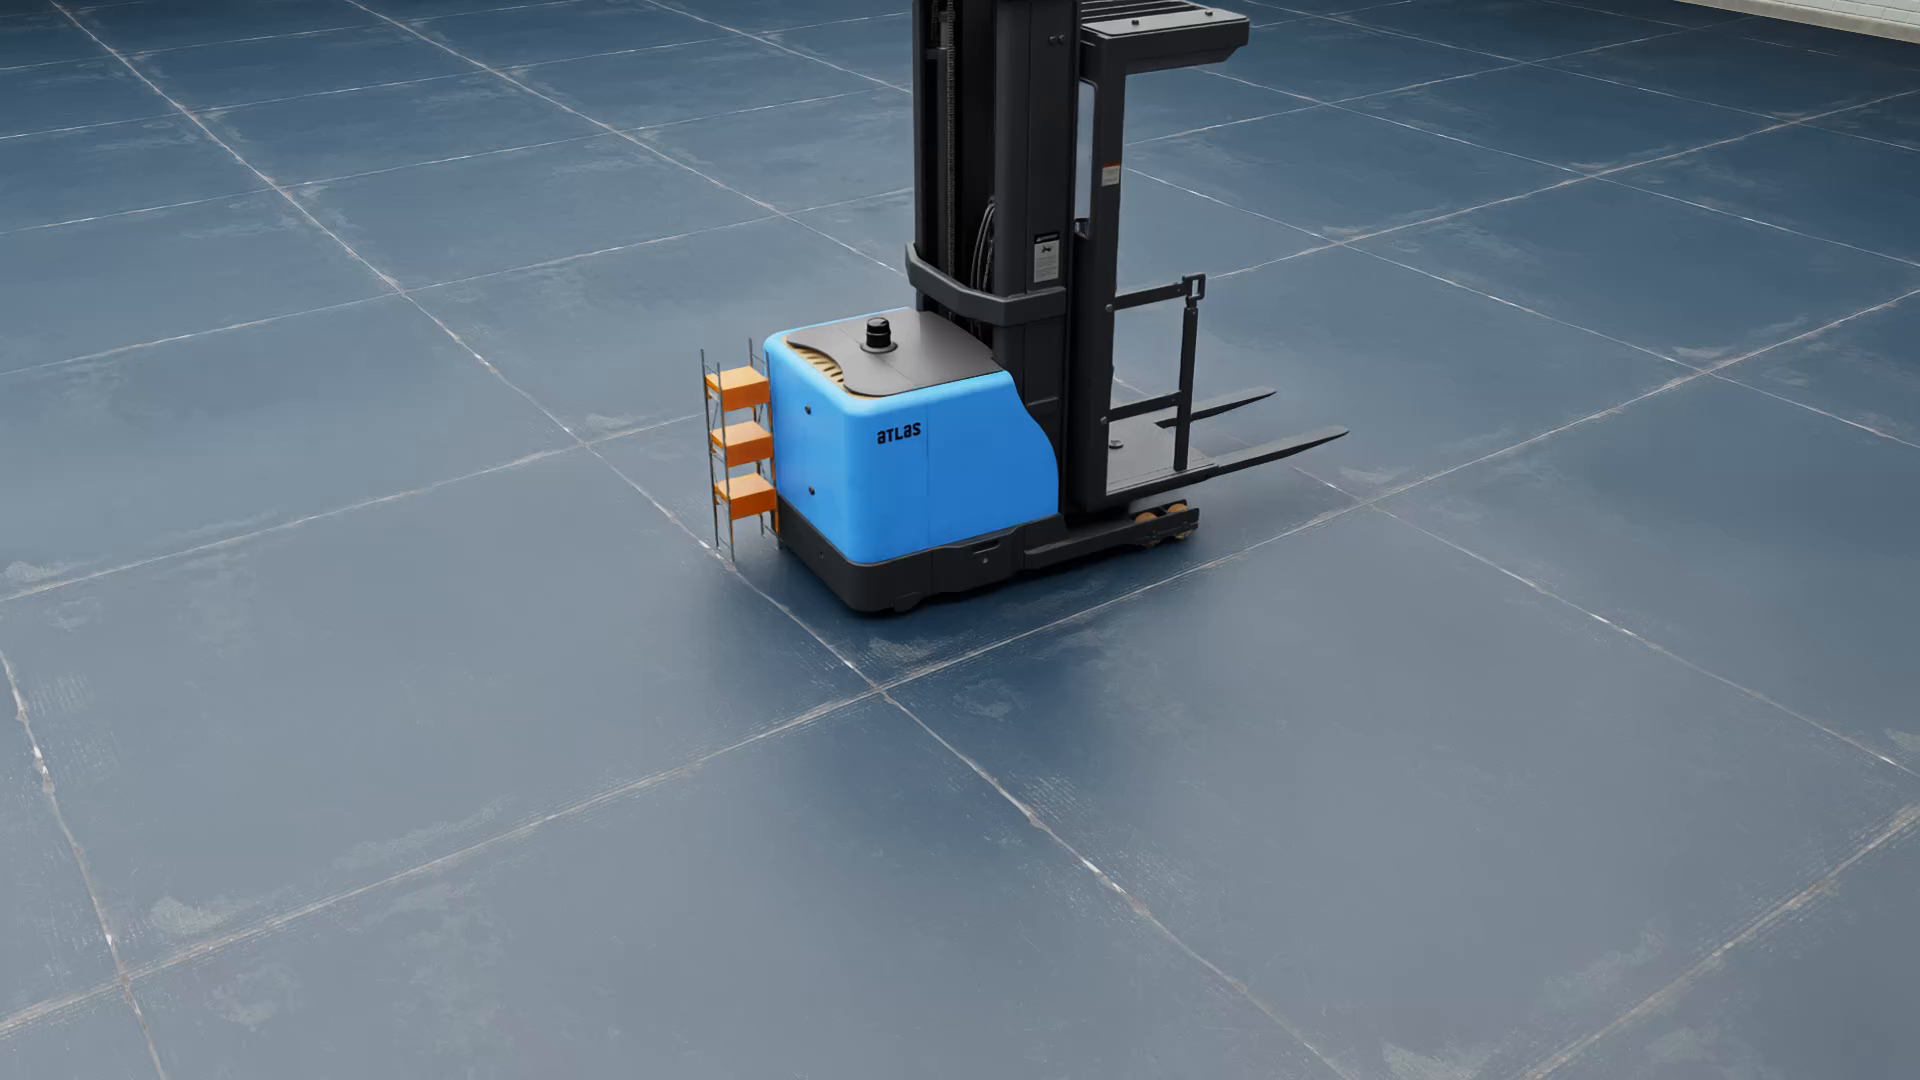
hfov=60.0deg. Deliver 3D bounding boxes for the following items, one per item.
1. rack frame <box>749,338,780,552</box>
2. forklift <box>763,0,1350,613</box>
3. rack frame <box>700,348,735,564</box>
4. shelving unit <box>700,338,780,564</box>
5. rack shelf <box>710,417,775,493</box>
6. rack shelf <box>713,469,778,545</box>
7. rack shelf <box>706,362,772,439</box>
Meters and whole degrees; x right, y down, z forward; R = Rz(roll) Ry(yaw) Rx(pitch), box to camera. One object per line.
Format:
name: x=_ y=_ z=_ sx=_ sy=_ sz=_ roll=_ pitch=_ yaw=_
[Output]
rack frame: x=-0.936 y=-0.446 z=7.971 sx=0.008 sy=1.050 sz=0.200 roll=-16 pitch=32 yaw=-27
forklift: x=0.600 y=-1.457 z=7.861 sx=3.031 sy=2.935 sz=1.130 roll=-15 pitch=32 yaw=-26
rack frame: x=-1.144 y=-0.385 z=7.859 sx=0.008 sy=1.050 sz=0.200 roll=-16 pitch=32 yaw=-27
shelving unit: x=-1.040 y=-0.415 z=7.915 sx=0.252 sy=1.050 sz=0.215 roll=-16 pitch=32 yaw=-27
rack shelf: x=-1.040 y=-0.406 z=7.920 sx=0.240 sy=0.259 sz=0.215 roll=-16 pitch=32 yaw=-27
rack shelf: x=-1.040 y=-0.162 z=8.053 sx=0.240 sy=0.259 sz=0.215 roll=-16 pitch=32 yaw=-27
rack shelf: x=-1.040 y=-0.655 z=7.784 sx=0.240 sy=0.259 sz=0.215 roll=-16 pitch=32 yaw=-27
